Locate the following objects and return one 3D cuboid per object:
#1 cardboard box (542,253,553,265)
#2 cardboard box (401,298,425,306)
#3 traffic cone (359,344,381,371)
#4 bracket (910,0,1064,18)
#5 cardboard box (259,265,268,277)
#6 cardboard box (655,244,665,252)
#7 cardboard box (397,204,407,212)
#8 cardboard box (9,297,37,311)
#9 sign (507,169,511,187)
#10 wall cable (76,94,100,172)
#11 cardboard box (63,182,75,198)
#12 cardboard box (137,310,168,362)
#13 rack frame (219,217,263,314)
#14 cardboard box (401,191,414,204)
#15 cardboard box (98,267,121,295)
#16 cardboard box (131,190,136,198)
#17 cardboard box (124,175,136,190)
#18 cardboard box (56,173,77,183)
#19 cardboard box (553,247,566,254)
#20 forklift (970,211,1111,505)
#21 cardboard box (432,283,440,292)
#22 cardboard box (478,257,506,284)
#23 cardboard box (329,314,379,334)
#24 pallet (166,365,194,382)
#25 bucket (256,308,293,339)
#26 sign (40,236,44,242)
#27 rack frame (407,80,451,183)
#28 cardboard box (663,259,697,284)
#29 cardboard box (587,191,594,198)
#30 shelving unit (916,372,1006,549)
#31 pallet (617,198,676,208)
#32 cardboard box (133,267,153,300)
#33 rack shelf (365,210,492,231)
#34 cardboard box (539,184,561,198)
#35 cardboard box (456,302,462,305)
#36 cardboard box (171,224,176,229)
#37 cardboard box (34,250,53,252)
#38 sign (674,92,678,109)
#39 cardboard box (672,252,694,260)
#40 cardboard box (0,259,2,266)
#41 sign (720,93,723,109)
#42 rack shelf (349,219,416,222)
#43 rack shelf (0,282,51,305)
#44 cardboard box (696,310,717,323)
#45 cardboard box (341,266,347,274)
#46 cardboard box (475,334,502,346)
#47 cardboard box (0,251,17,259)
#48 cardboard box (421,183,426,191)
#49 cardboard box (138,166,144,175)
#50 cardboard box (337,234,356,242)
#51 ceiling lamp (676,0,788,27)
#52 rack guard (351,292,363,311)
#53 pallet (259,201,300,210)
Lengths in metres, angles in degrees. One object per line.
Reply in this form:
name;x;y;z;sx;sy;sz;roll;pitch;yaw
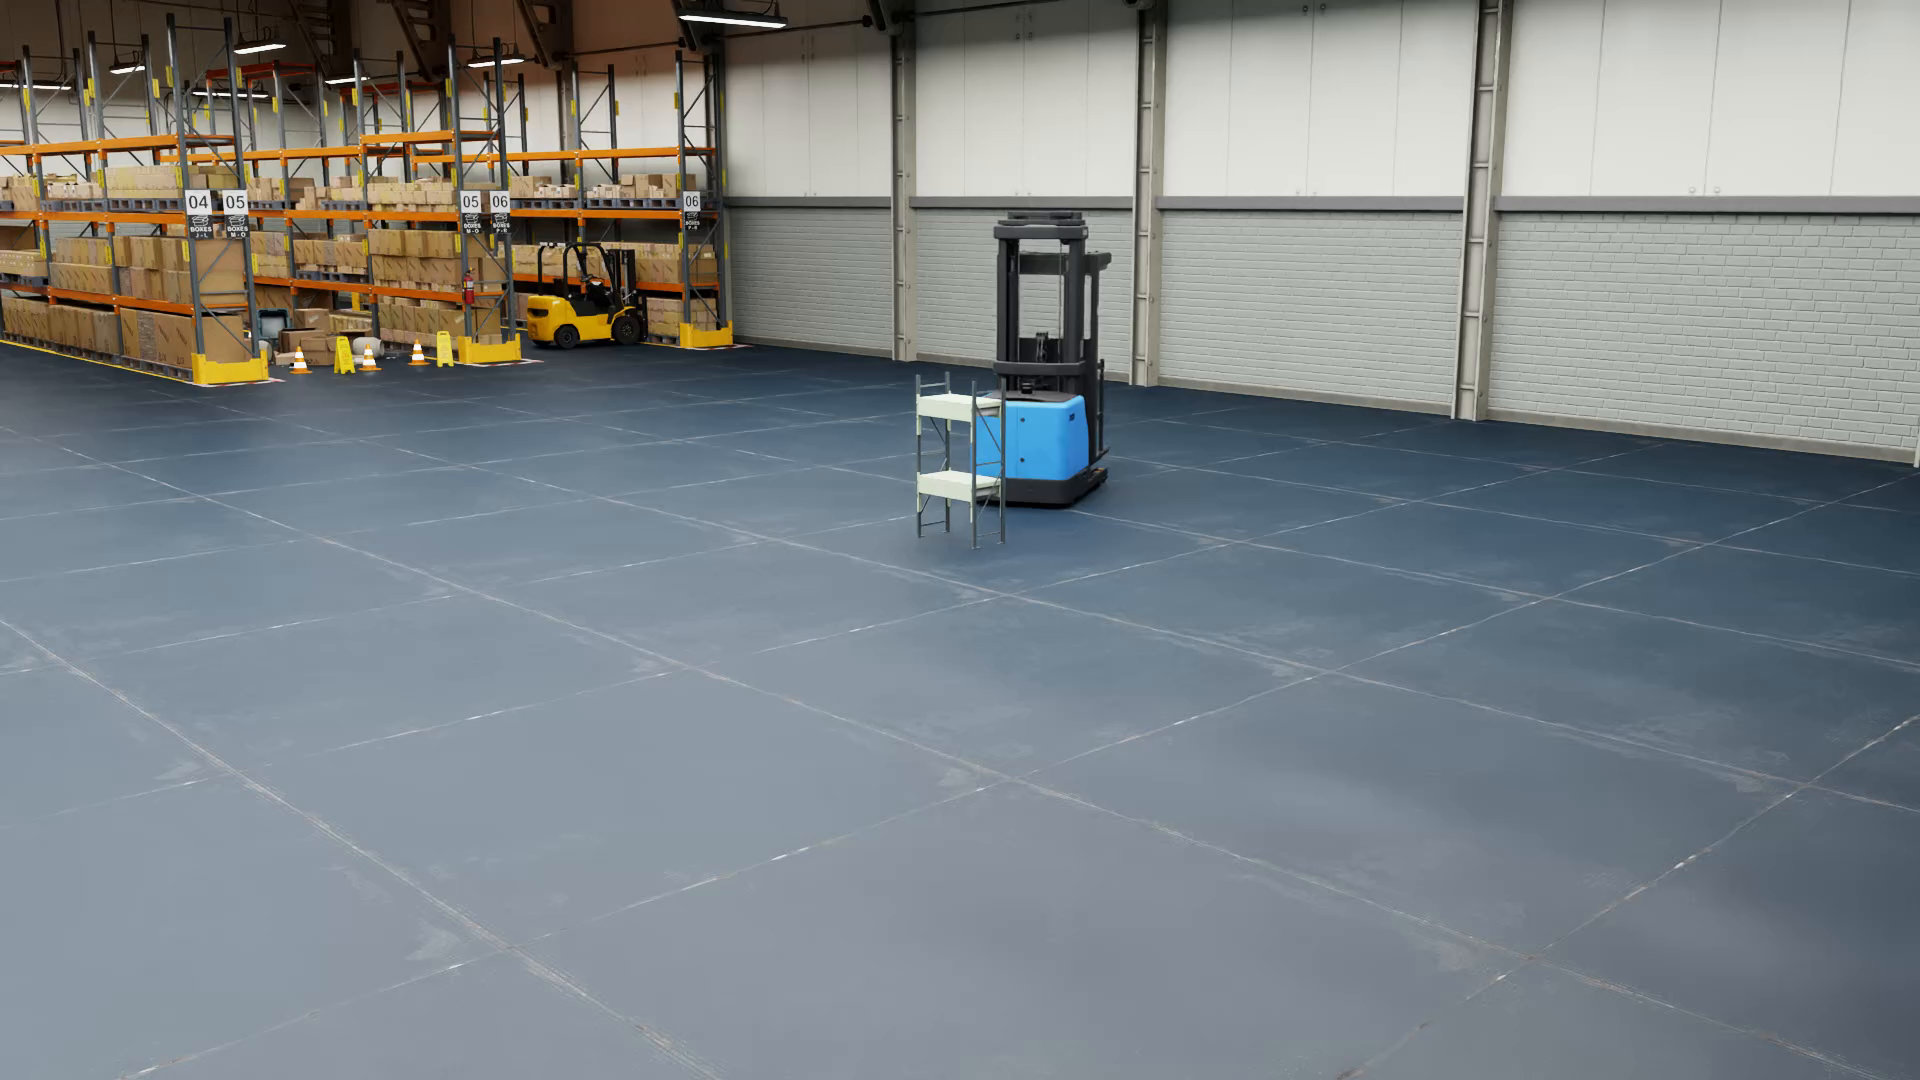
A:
cardboard box;-9.375;-6.531;38.647;0.500;0.250;0.500;-10;16;-41
cardboard box;-10.929;-4.761;33.235;0.380;0.149;0.250;-10;15;-39
traffic cone;-10.764;-3.334;30.285;0.336;0.463;0.334;-11;16;-43
bracket;0.756;-9.154;28.461;0.076;0.066;4.783;-11;16;-43
cardboard box;-15.728;-6.178;38.172;0.500;0.250;0.500;-11;16;-43
cardboard box;-6.290;-6.238;35.502;0.380;0.149;0.250;-11;16;-42
cardboard box;-10.864;-6.548;32.786;0.380;0.149;0.250;-11;16;-44
cardboard box;-20.075;-5.071;35.726;0.500;0.250;0.500;-10;16;-41
sign;-8.574;-6.871;31.565;0.100;0.325;0.005;-11;16;-43
wall cable;-24.148;-10.962;46.156;0.463;3.000;0.029;-11;16;-43
cardboard box;-16.960;-6.756;32.110;0.500;0.311;0.500;-11;16;-44
cardboard box;-14.230;-3.709;30.046;0.875;0.875;0.875;-11;16;-42
rack frame;-17.253;-6.649;40.089;1.000;3.000;0.127;-11;16;-43
cardboard box;-10.573;-6.698;32.529;0.500;0.250;0.500;-11;16;-42
cardboard box;-15.793;-4.865;31.181;0.500;0.500;0.500;-11;16;-43
cardboard box;-14.353;-6.092;29.284;0.380;0.149;0.250;-11;16;-43
cardboard box;-14.406;-6.316;29.383;0.500;0.250;0.500;-11;16;-43
cardboard box;-18.438;-7.426;34.284;0.396;0.266;0.258;-11;16;-43
cardboard box;-9.138;-6.657;38.275;0.250;0.149;0.380;11;16;43
forklift;0.994;-2.043;17.905;1.130;2.935;3.031;3;12;16
cardboard box;-9.996;-4.895;32.197;0.380;0.149;0.250;-11;16;-42
cardboard box;-9.093;-5.200;32.072;0.500;0.500;0.500;-11;16;-43
cardboard box;-13.073;-4.682;36.013;0.950;0.372;0.625;-10;15;-41
pallet;-13.086;-2.933;28.964;1.003;0.211;1.213;-11;16;-43
bucket;-13.478;-4.220;32.643;0.726;0.611;0.620;-5;3;-23
sign;-20.365;-6.589;36.931;0.100;0.325;0.005;-11;16;-43
rack frame;-13.666;-10.280;42.844;1.000;3.000;0.127;-11;16;-43
cardboard box;-5.909;-5.674;35.110;0.500;0.500;0.500;-11;16;-44
cardboard box;-8.051;-7.667;36.929;0.380;0.149;0.250;-10;16;-41
shelving unit;0.005;-0.734;15.094;0.431;1.500;0.755;-11;16;-43
pallet;-6.695;-7.301;36.038;1.003;0.211;1.213;-11;16;-43
cardboard box;-14.292;-4.626;29.898;0.875;0.550;0.550;-11;16;-43
rack shelf;-10.348;-6.306;32.775;1.077;0.370;4.000;-11;16;-43
cardboard box;-9.348;-8.038;38.328;0.500;0.311;0.500;11;16;43
cardboard box;-12.425;-5.994;42.066;0.500;0.500;0.500;11;16;43
cardboard box;-19.642;-7.917;41.908;0.380;0.149;0.250;-10;15;-41
cardboard box;-19.634;-6.135;35.704;0.250;0.149;0.380;11;16;43
sign;-5.781;-8.951;33.884;0.100;0.325;0.005;-11;16;-43
cardboard box;-5.821;-5.968;34.929;0.380;0.149;0.250;-11;16;-42
cardboard box;-20.286;-5.938;35.484;0.250;0.149;0.380;11;16;43
sign;-4.973;-9.140;34.604;0.100;0.325;0.005;-11;16;-43
rack shelf;-15.047;-8.750;44.636;1.077;0.370;4.000;-11;16;-43
rack shelf;-19.383;-5.300;35.325;1.077;0.370;4.000;-11;16;-43
cardboard box;-5.554;-4.791;35.607;0.500;0.250;0.500;-11;16;-42
cardboard box;-12.836;-5.711;35.118;0.380;0.149;0.250;-11;16;-42
cardboard box;-9.324;-3.913;32.582;0.500;0.250;0.500;-11;16;-43
cardboard box;-20.105;-6.045;35.266;0.380;0.149;0.250;-11;16;-43
cardboard box;-10.217;-6.843;32.244;0.250;0.149;0.380;11;16;44
cardboard box;-14.008;-6.409;28.848;0.380;0.149;0.250;-11;16;-42
cardboard box;-12.903;-6.371;35.106;0.250;0.149;0.380;11;16;43
ceiling lamp;-3.480;-9.861;26.349;2.000;3.185;0.800;-11;16;-43
rack guard;-16.376;-6.690;46.481;1.175;0.500;0.348;-11;16;-43
pallet;-14.974;-7.528;37.392;1.213;0.211;1.003;-10;15;-40
